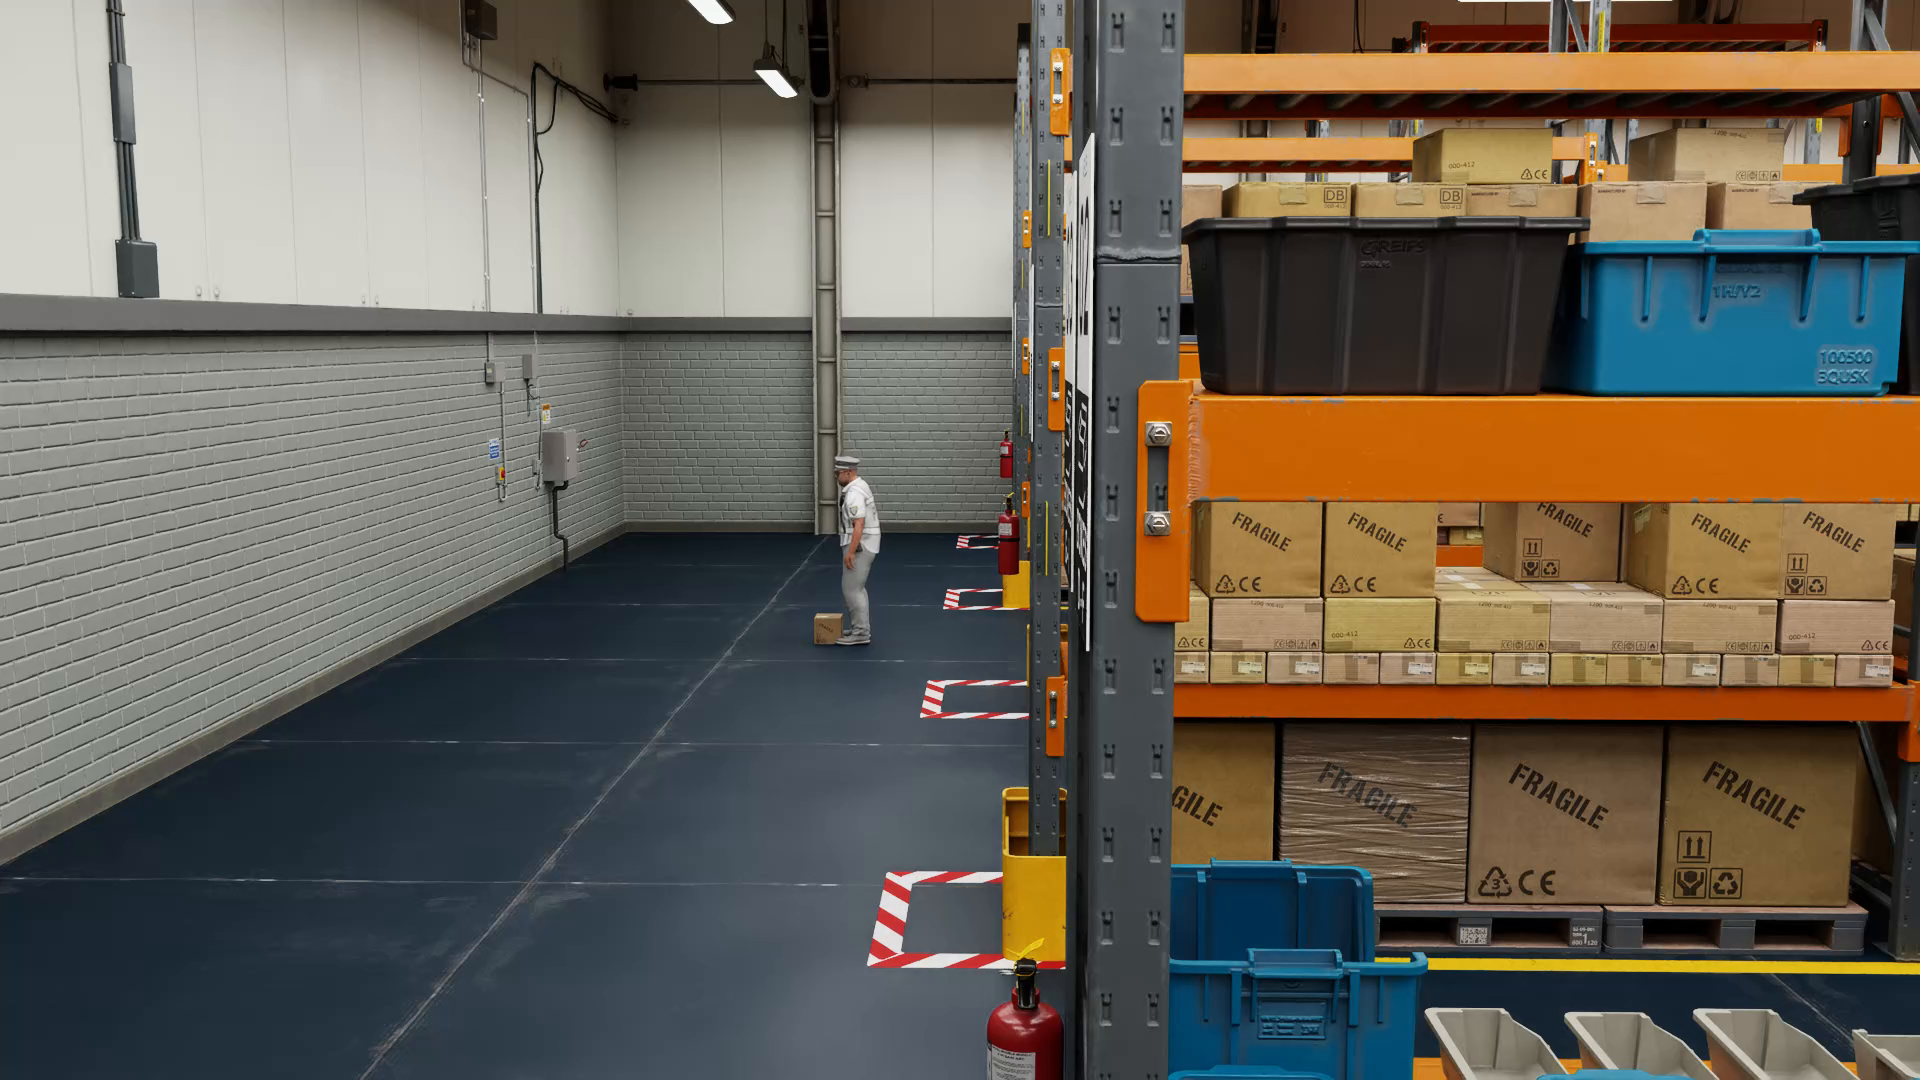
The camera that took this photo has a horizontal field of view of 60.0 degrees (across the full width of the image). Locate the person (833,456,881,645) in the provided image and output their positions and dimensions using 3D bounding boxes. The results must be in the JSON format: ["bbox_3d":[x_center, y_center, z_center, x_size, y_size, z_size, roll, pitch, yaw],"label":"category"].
[{"bbox_3d":[-0.960,0.090,15.519,0.435,1.748,0.591,0,7,0],"label":"person"}]
